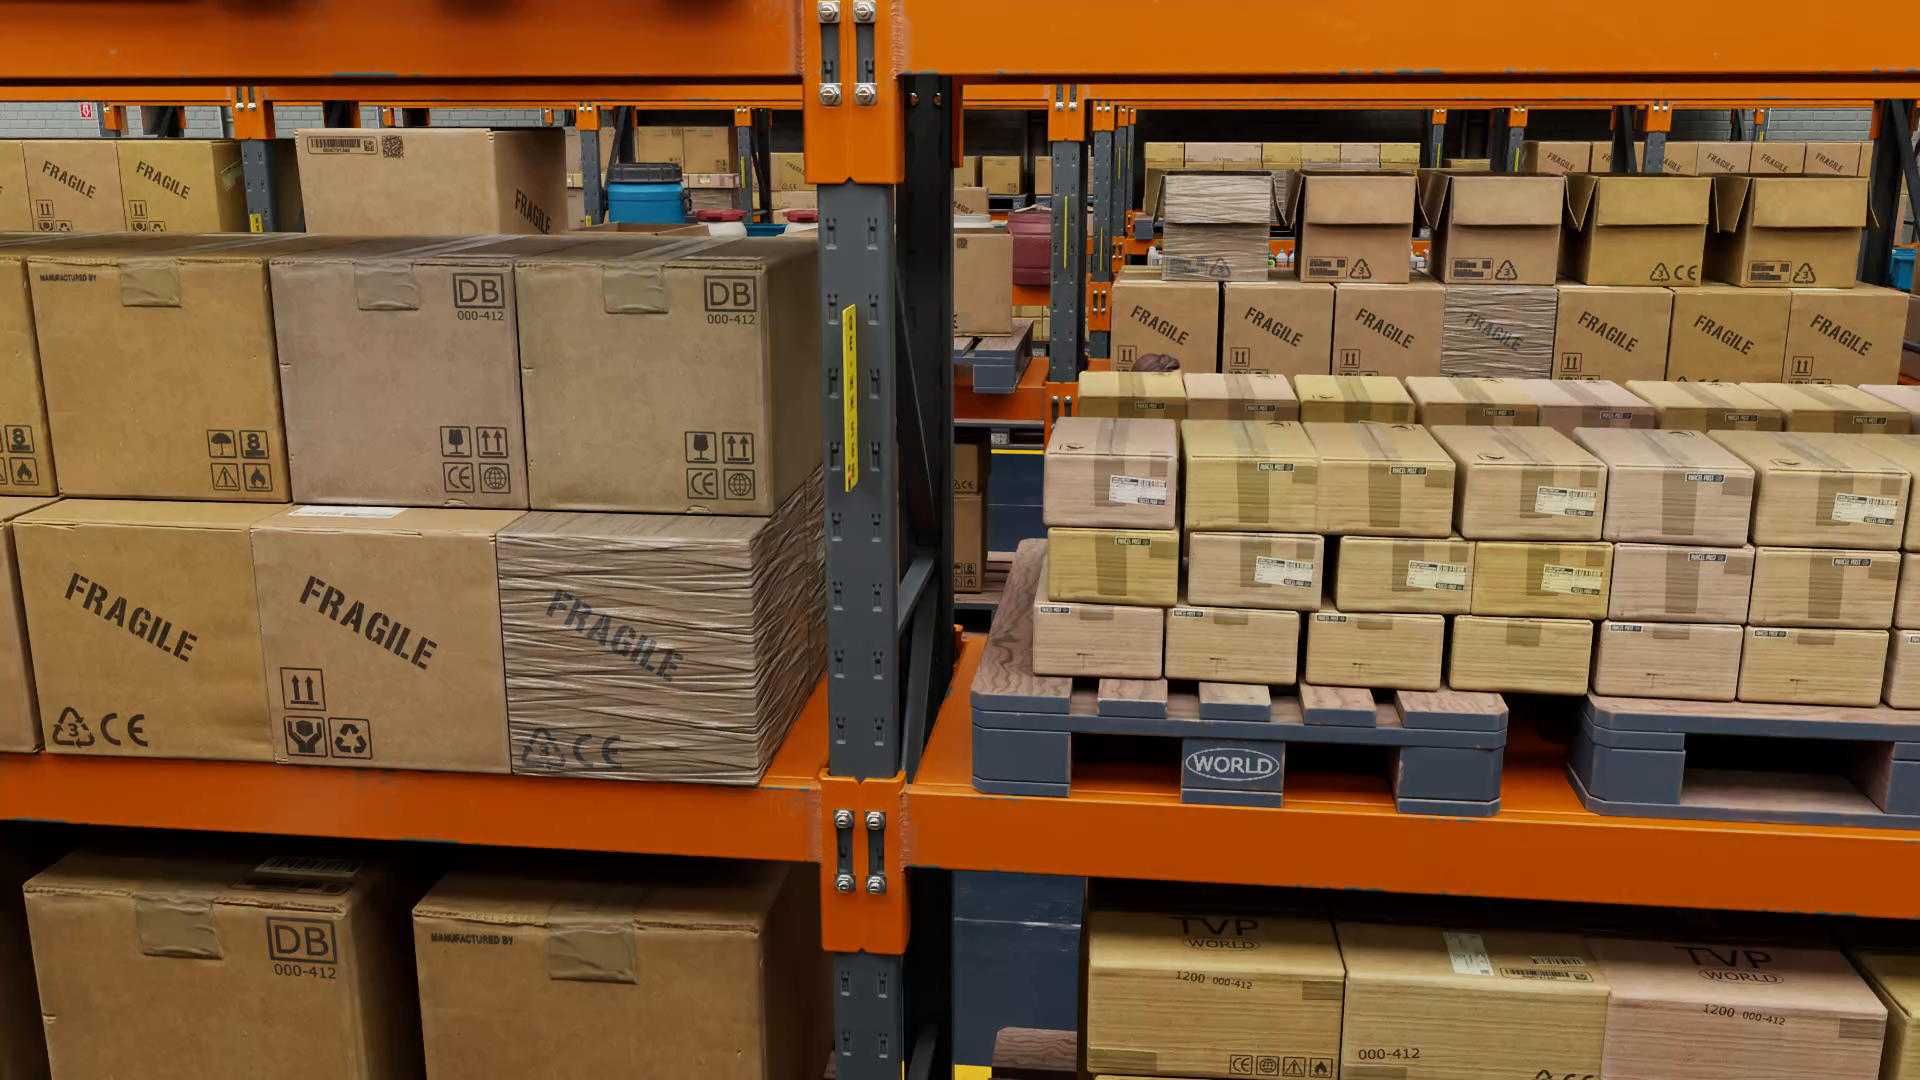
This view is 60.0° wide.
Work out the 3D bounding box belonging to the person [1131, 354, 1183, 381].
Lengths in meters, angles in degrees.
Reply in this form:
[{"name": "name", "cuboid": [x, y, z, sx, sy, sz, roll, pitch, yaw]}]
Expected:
[{"name": "person", "cuboid": [0.793, 0.100, 6.717, 0.375, 1.708, 0.439, 2, 14, 8]}]
